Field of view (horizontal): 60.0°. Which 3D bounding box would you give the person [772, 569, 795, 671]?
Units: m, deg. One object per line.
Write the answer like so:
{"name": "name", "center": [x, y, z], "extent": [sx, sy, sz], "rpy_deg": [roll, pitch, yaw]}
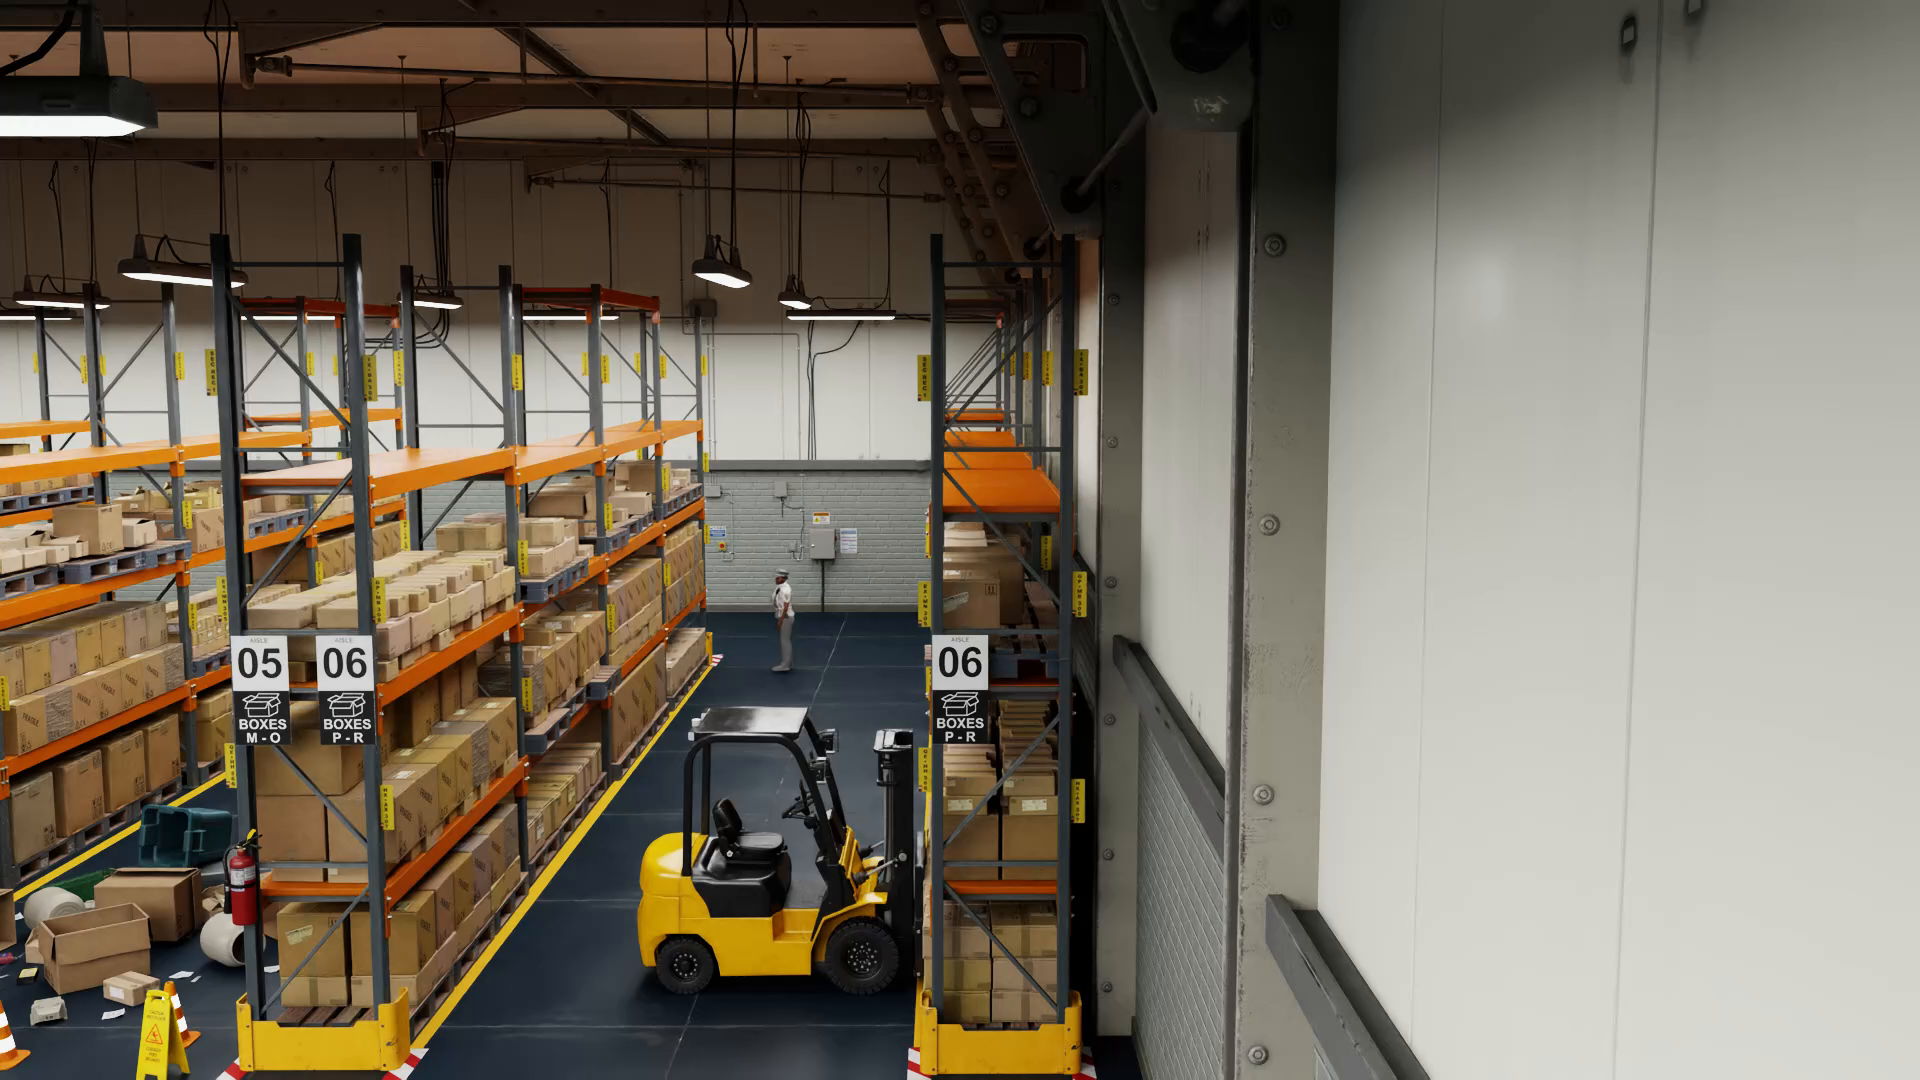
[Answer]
{"name": "person", "center": [-2.923, 1.308, 27.347], "extent": [0.393, 1.687, 0.458], "rpy_deg": [-2, 7, -18]}
